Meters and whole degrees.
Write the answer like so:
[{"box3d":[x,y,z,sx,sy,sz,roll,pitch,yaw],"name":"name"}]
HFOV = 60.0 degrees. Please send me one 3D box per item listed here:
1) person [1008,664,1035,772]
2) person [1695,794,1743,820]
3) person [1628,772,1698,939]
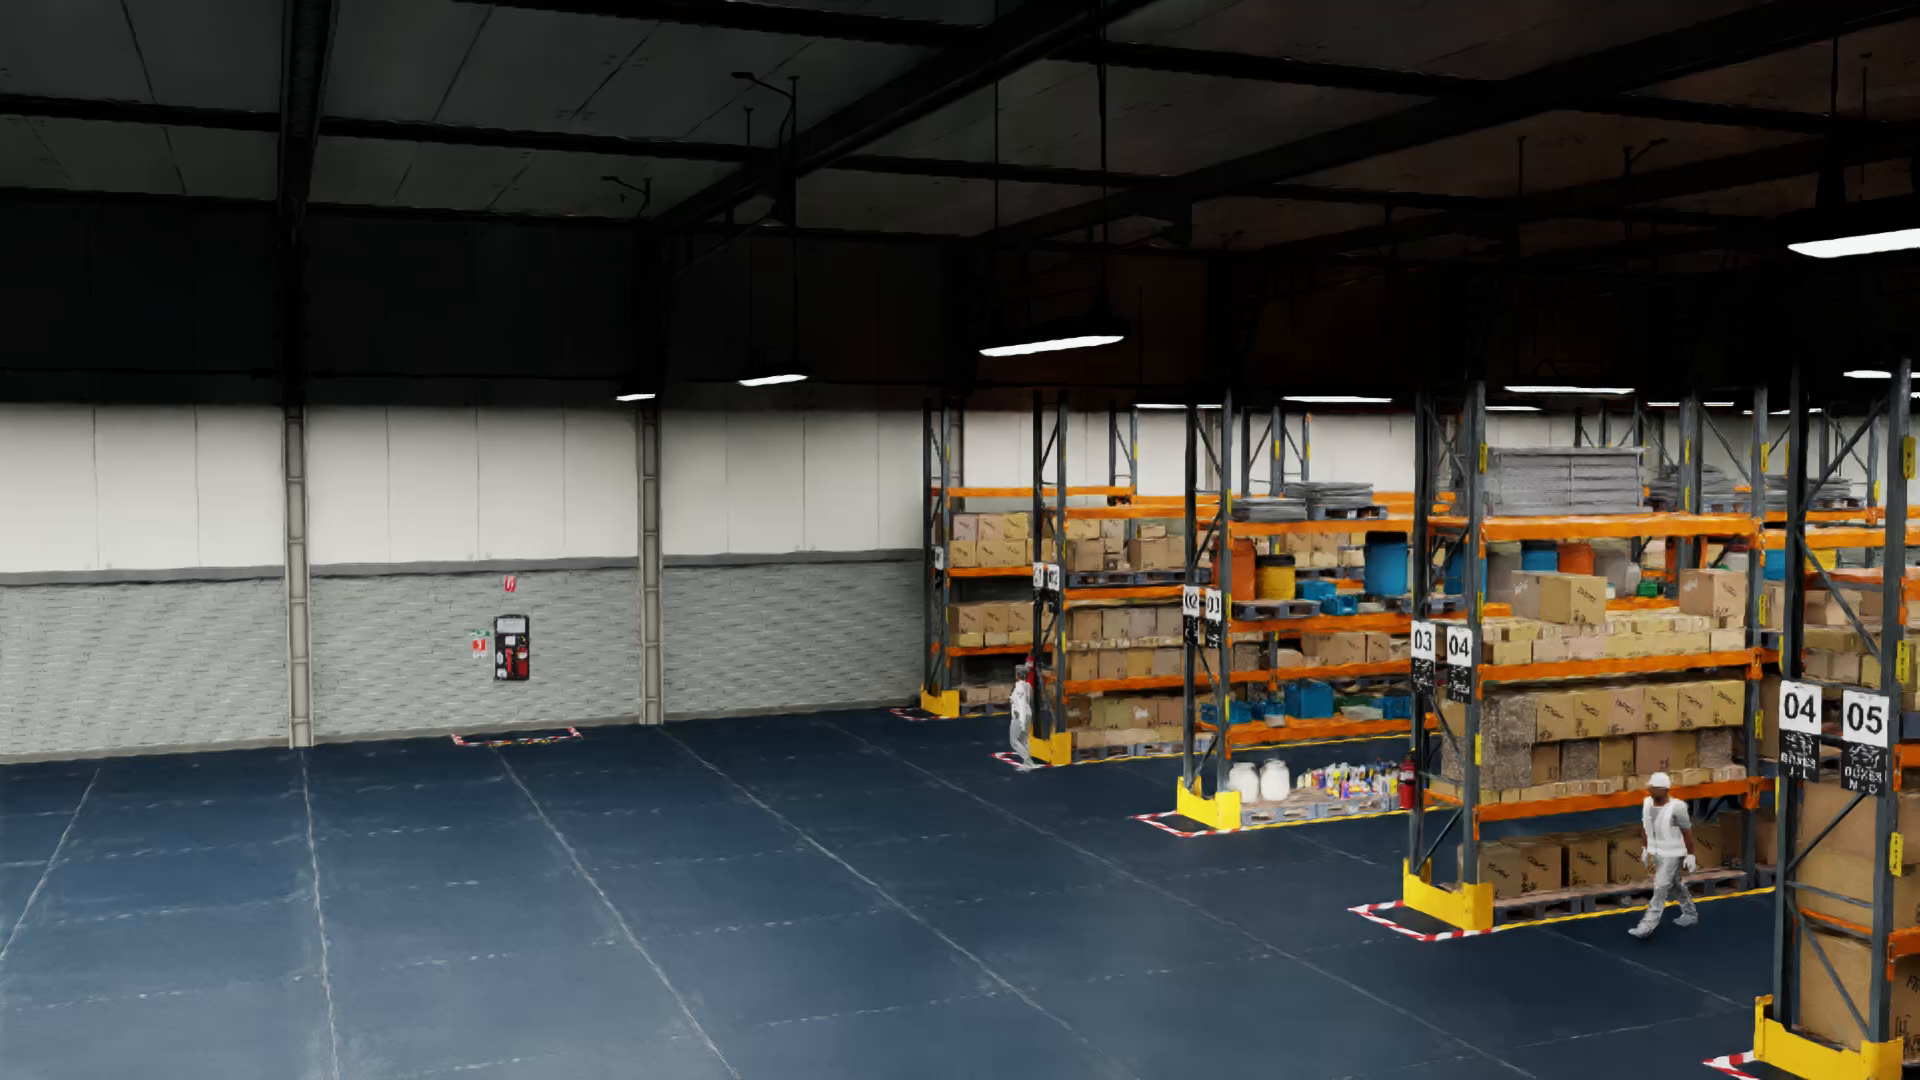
[{"box3d":[0.983,2.796,26.029,0.422,1.667,0.600,1,4,21],"name":"person"},{"box3d":[9.867,3.107,21.619,0.958,1.529,0.410,-1,3,-13],"name":"person"},{"box3d":[7.356,3.270,17.443,1.122,1.706,0.566,-1,4,-21],"name":"person"}]
